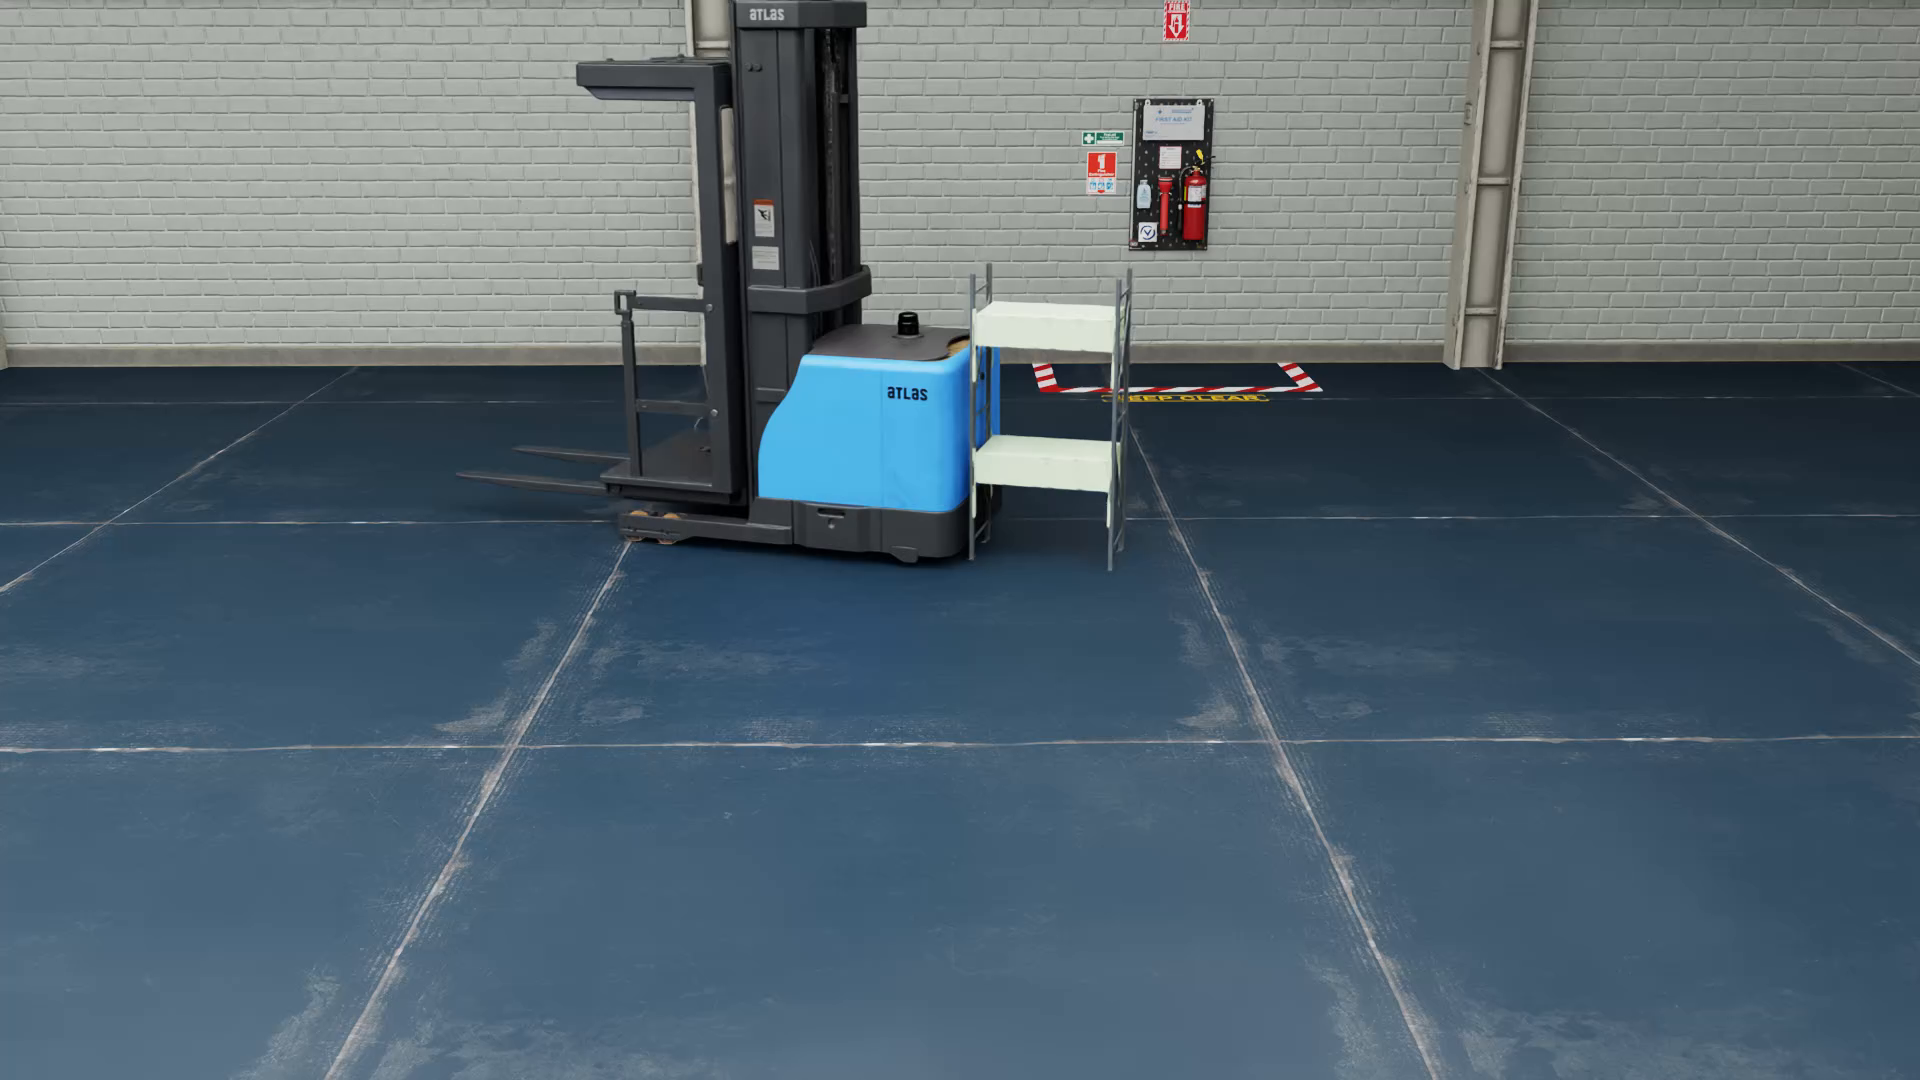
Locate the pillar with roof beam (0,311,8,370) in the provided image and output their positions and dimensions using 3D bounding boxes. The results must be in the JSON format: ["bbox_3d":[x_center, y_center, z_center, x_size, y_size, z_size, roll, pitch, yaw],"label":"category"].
[{"bbox_3d":[-7.791,-4.326,7.800,0.400,9.000,9.100,0,18,-1],"label":"pillar with roof beam"}]

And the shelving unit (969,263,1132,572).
[{"bbox_3d":[0.462,-0.637,8.578,0.755,1.500,0.431,4,18,13],"label":"shelving unit"}]

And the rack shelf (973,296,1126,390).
[{"bbox_3d":[0.462,-1.009,8.459,0.720,0.370,0.431,4,18,13],"label":"rack shelf"}]

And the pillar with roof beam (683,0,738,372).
[{"bbox_3d":[-1.792,-4.355,7.890,0.400,9.000,9.100,0,18,-1],"label":"pillar with roof beam"}]

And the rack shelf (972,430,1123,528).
[{"bbox_3d":[0.462,-0.327,8.678,0.720,0.370,0.431,4,18,13],"label":"rack shelf"}]

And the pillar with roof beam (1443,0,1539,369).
[{"bbox_3d":[4.208,-4.383,7.980,0.400,9.000,9.100,0,18,-1],"label":"pillar with roof beam"}]

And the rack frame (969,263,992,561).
[{"bbox_3d":[0.107,-0.664,8.662,0.023,1.500,0.400,4,18,13],"label":"rack frame"}]

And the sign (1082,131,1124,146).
[{"bbox_3d":[1.118,-3.137,12.990,0.331,0.109,0.001,0,18,-1],"label":"sign"}]

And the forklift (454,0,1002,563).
[{"bbox_3d":[-1.340,-1.516,8.976,3.031,2.935,1.130,5,19,16],"label":"forklift"}]

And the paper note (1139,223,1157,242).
[{"bbox_3d":[1.490,-2.442,13.192,0.142,0.148,0.016,0,18,-1],"label":"paper note"}]

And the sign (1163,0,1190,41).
[{"bbox_3d":[1.658,-3.976,12.735,0.199,0.298,0.001,0,18,-1],"label":"sign"}]

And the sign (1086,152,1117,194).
[{"bbox_3d":[1.114,-2.887,13.079,0.234,0.329,0.001,0,18,-1],"label":"sign"}]

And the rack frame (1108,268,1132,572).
[{"bbox_3d":[0.817,-0.610,8.494,0.023,1.500,0.400,4,18,13],"label":"rack frame"}]

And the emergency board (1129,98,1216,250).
[{"bbox_3d":[1.668,-2.841,12.994,0.643,1.169,0.194,0,18,-1],"label":"emergency board"}]
